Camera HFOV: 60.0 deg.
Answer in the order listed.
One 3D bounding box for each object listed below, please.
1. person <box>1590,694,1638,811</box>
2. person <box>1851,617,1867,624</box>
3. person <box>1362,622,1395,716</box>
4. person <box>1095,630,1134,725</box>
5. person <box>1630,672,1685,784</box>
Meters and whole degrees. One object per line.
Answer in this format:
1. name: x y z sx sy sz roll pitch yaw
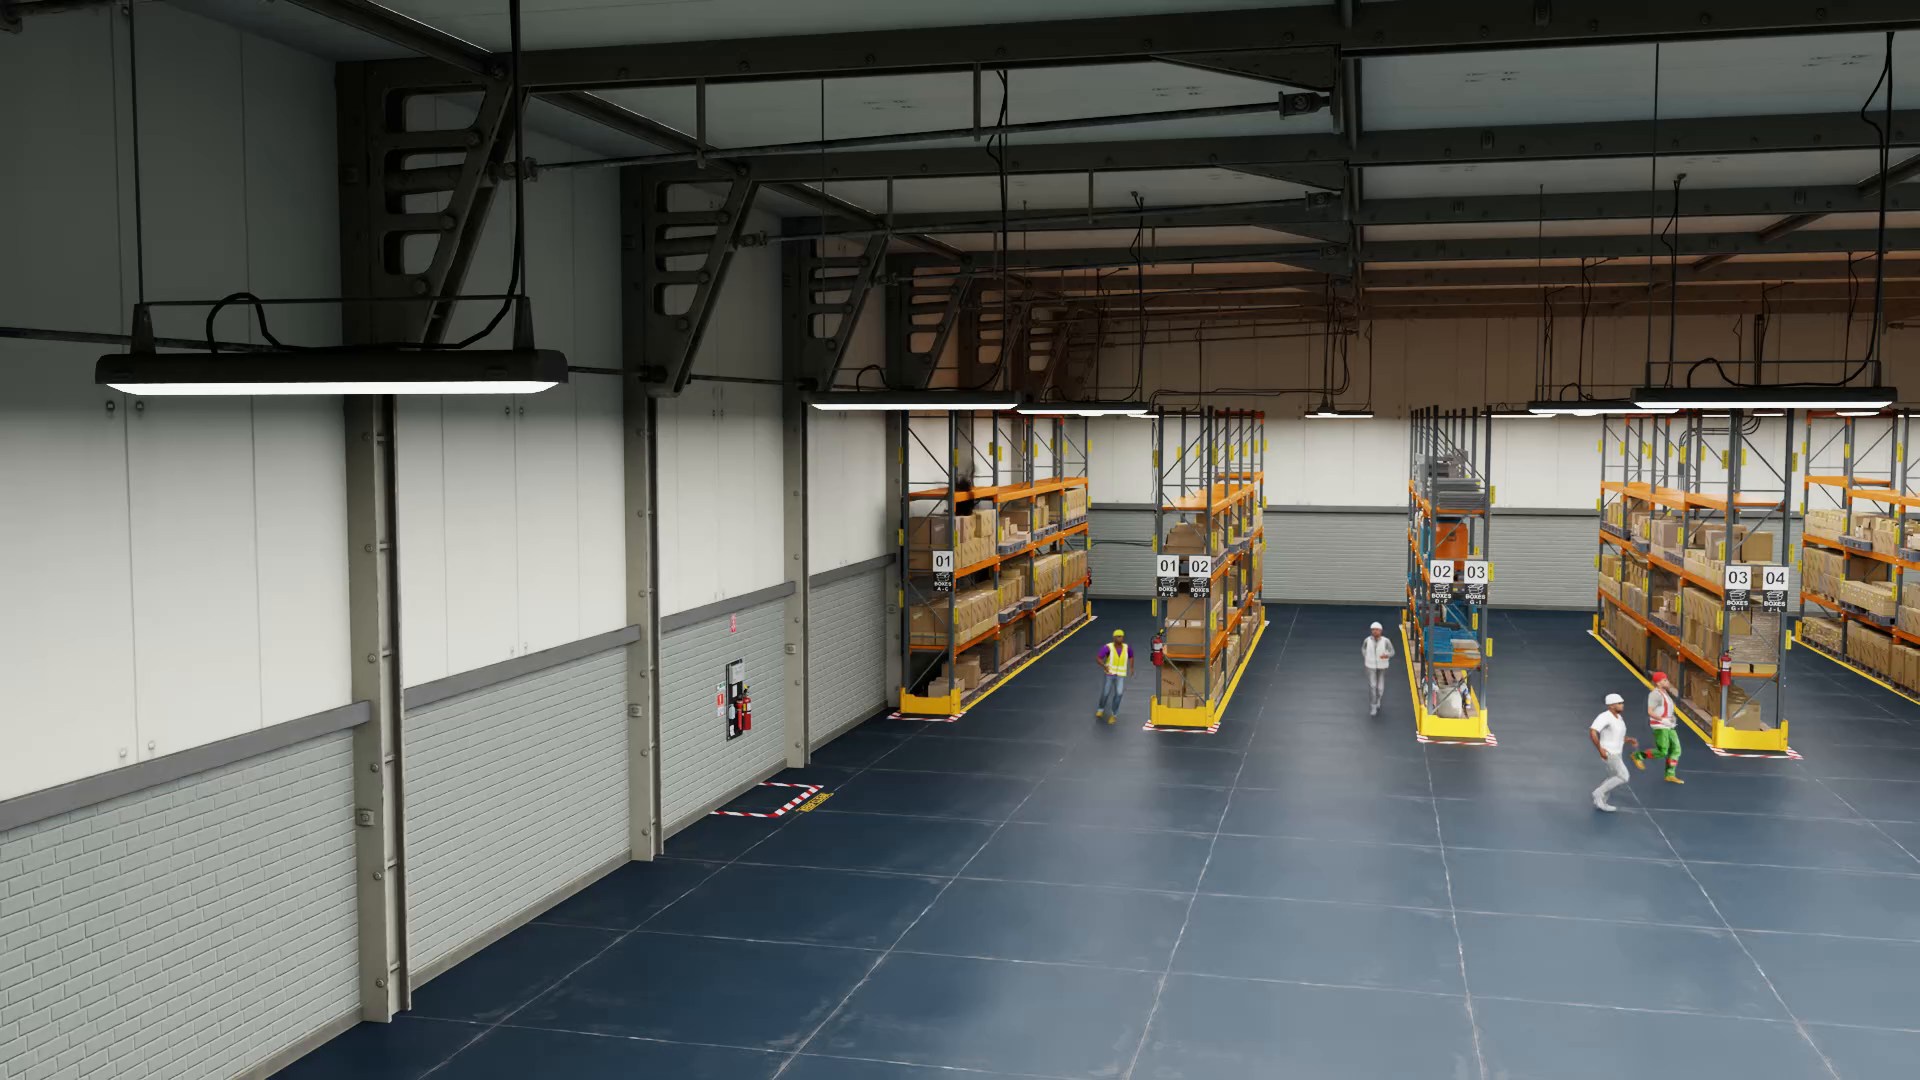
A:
1. person: 9.580 3.107 24.313 0.574 1.729 0.706 3 5 35
2. person: 23.613 1.815 43.710 0.598 1.544 0.719 -2 4 -21
3. person: 8.189 2.502 32.593 0.648 1.787 0.890 1 4 16
4. person: 2.957 2.573 31.631 0.761 1.753 0.736 0 4 -4
5. person: 11.126 2.963 26.441 0.825 1.754 0.669 4 6 42
